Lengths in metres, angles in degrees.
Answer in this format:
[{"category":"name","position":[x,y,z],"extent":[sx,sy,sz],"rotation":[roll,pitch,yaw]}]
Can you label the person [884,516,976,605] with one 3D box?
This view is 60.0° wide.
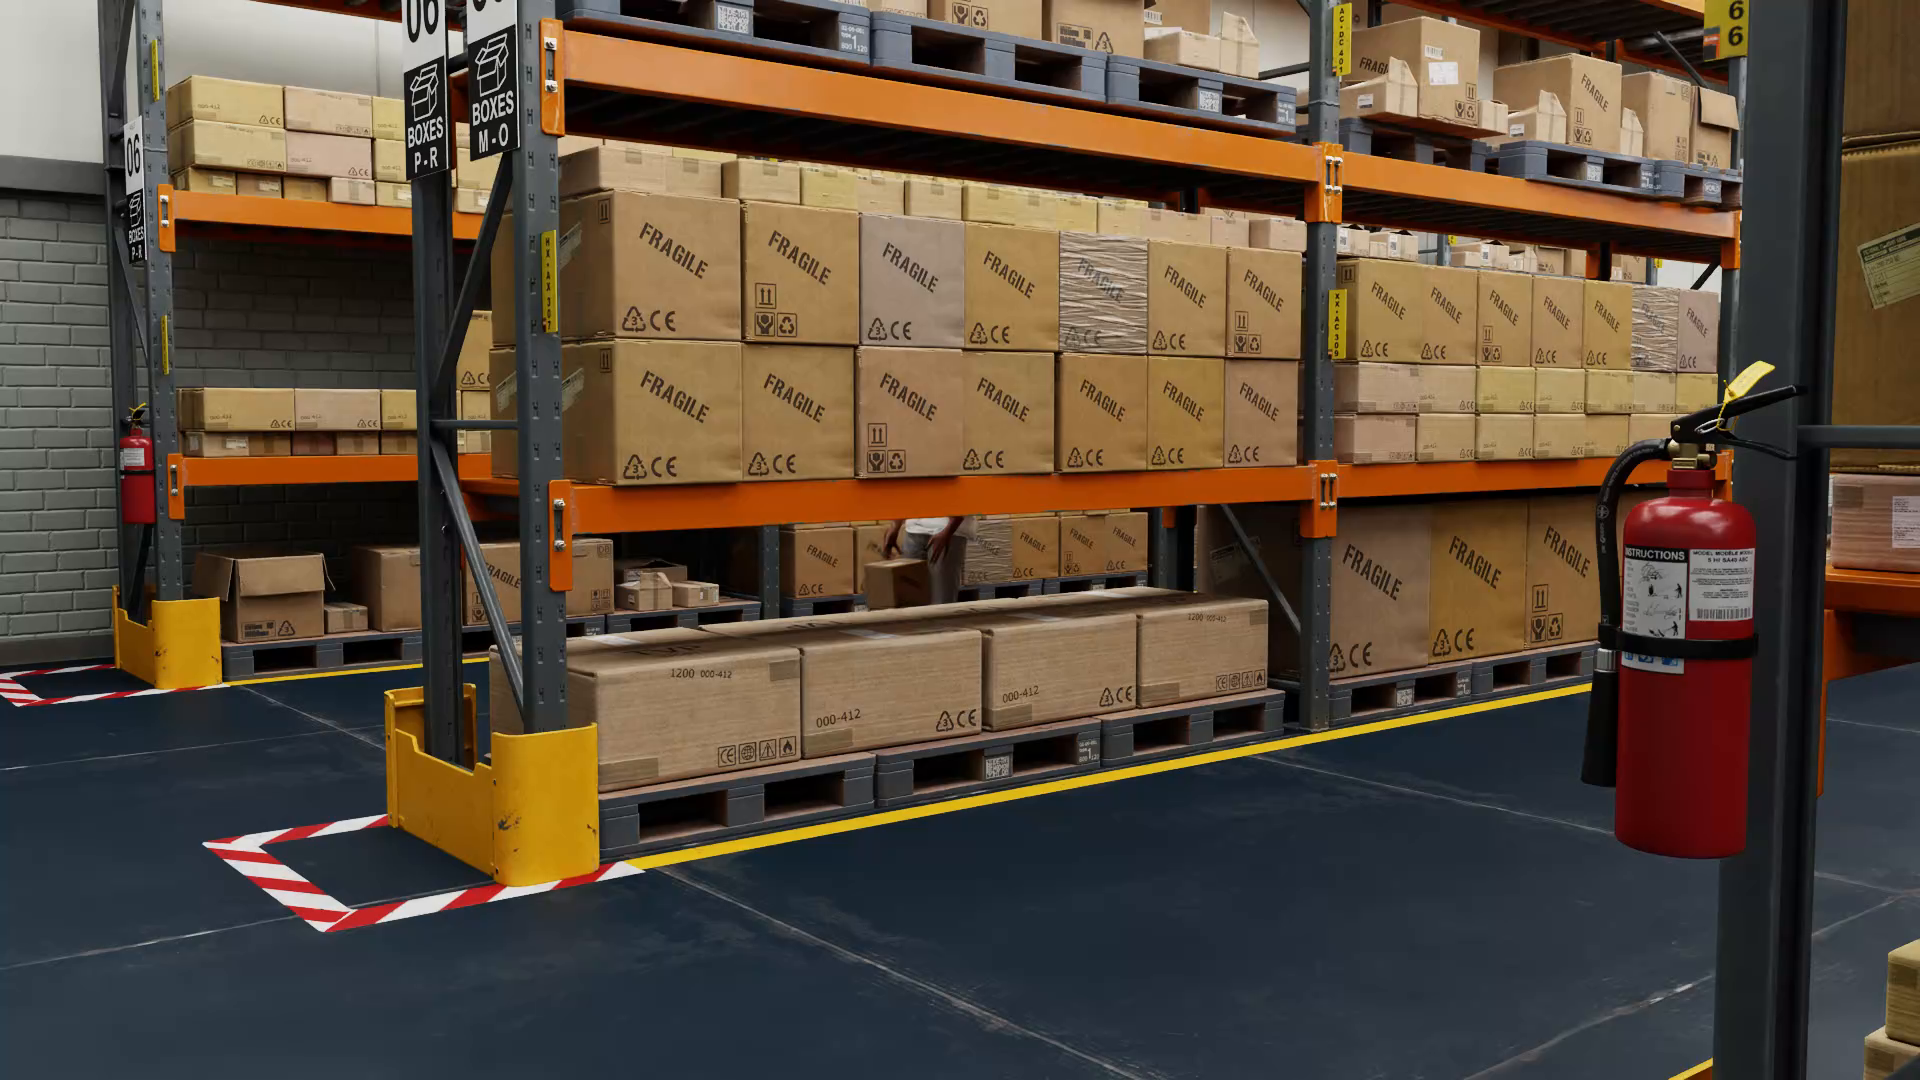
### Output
[{"category":"person","position":[-0.141,-0.021,9.117],"extent":[0.422,1.766,0.583],"rotation":[-4,6,-40]}]
